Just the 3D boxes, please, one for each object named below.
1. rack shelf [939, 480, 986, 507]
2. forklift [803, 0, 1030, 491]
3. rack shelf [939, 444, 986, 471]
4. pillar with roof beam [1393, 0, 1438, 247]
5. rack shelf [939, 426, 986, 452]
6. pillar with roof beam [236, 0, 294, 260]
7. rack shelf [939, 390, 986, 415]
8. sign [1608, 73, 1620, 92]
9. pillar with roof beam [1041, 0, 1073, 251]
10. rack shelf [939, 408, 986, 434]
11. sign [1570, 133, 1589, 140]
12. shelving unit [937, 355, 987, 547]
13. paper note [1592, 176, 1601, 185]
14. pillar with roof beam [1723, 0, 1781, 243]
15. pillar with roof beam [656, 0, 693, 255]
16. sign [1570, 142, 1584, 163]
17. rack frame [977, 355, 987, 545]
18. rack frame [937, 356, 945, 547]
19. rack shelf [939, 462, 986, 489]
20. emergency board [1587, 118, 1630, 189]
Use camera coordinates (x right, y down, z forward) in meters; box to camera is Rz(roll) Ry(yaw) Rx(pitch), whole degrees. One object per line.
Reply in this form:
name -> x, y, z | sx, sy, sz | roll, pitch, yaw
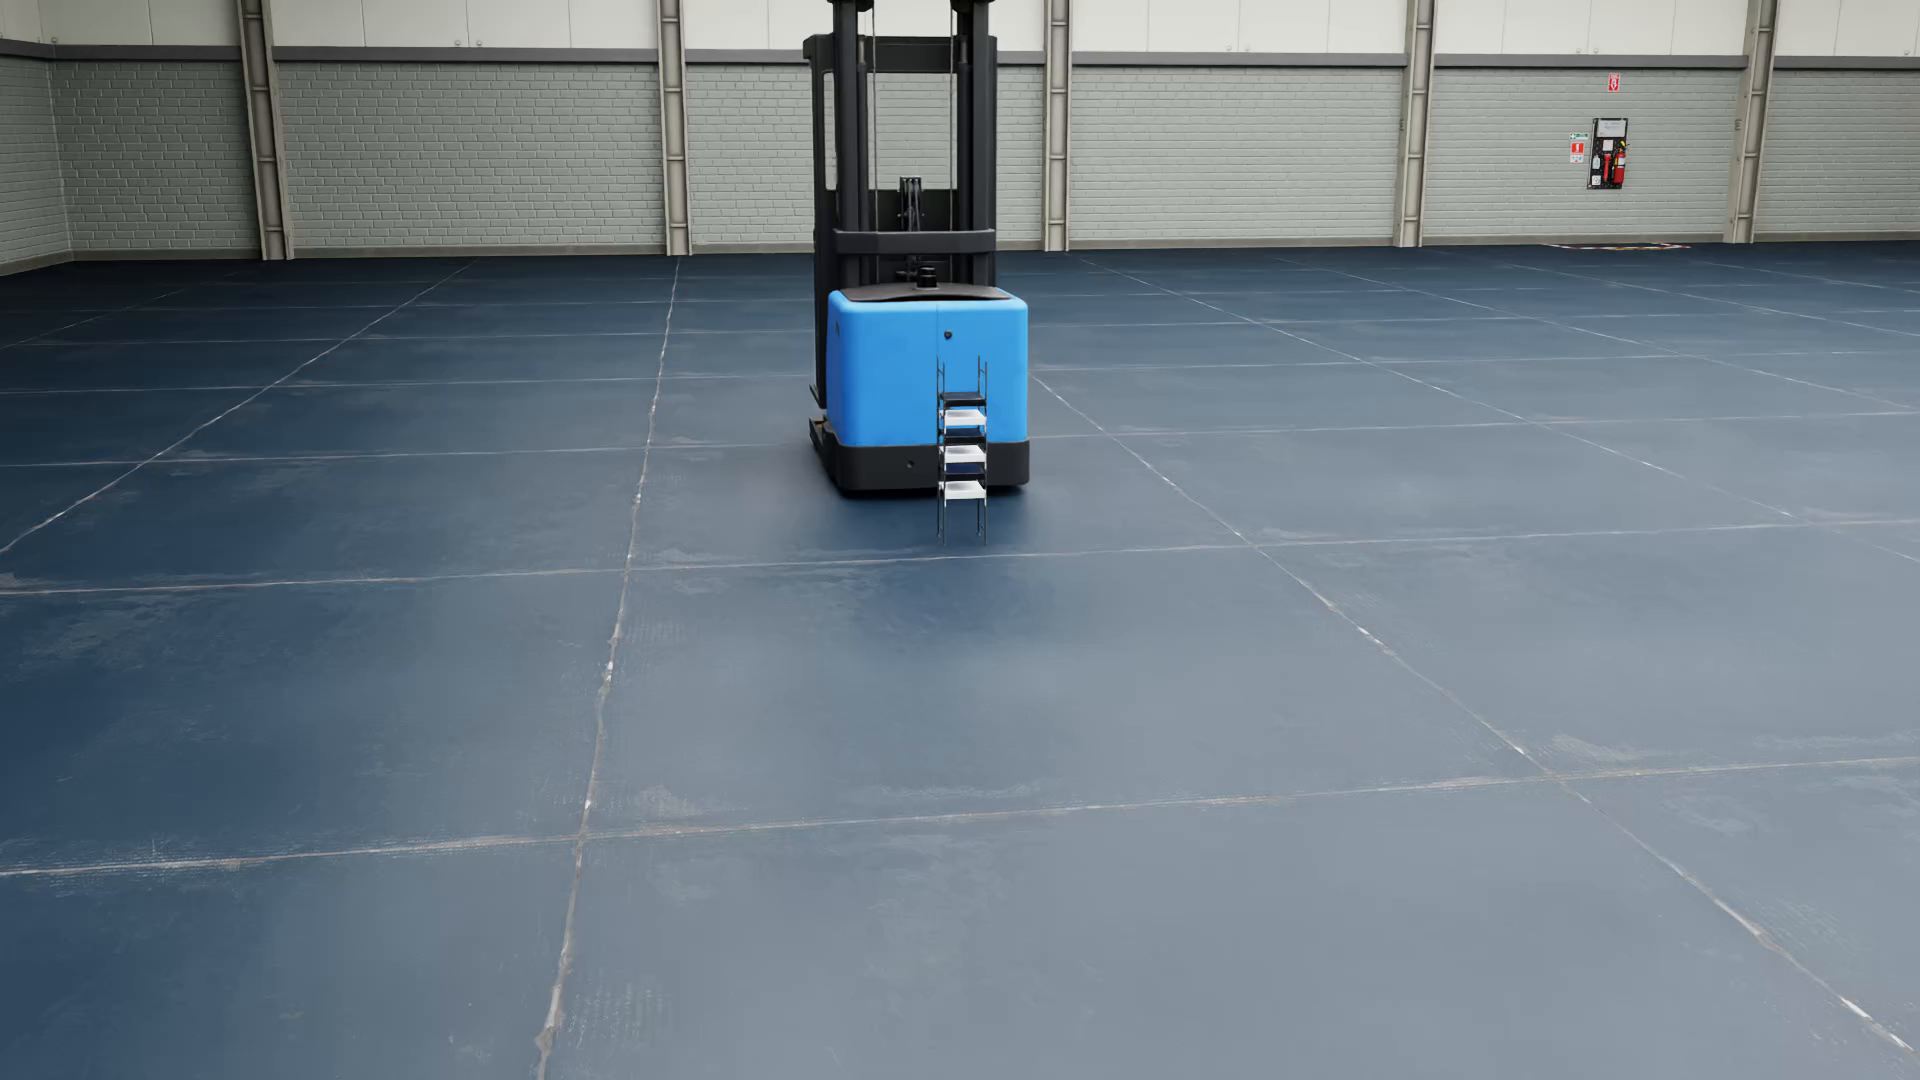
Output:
rack shelf -> 0.008, -0.230, 8.165 | 0.200, 0.077, 0.258 | -2, 14, -8
forklift -> -0.365, -2.000, 10.172 | 1.130, 2.935, 3.031 | -2, 14, -9
rack shelf -> 0.008, -0.404, 8.122 | 0.200, 0.077, 0.258 | -2, 14, -8
pillar with roof beam -> 8.113, -8.241, 22.582 | 0.400, 9.000, 9.100 | -2, 14, -8
rack shelf -> 0.008, -0.492, 8.100 | 0.200, 0.077, 0.258 | -2, 14, -8
pillar with roof beam -> -9.686, -7.588, 19.981 | 0.400, 9.000, 9.100 | -2, 14, -8
rack shelf -> 0.008, -0.666, 8.056 | 0.200, 0.077, 0.258 | -2, 14, -8
sign -> 10.933, -7.652, 27.800 | 0.199, 0.298, 0.001 | -2, 14, -8
pillar with roof beam -> 2.180, -8.023, 21.715 | 0.400, 9.000, 9.100 | -2, 14, -8
rack shelf -> 0.008, -0.579, 8.078 | 0.200, 0.077, 0.258 | -2, 14, -8
sign -> 10.399, -6.781, 27.930 | 0.331, 0.109, 0.001 | -2, 14, -8
shelving unit -> 0.008, -0.437, 8.114 | 0.210, 0.900, 0.258 | -2, 14, -8
paper note -> 10.770, -6.086, 28.135 | 0.142, 0.148, 0.016 | -2, 14, -8
pillar with roof beam -> 14.046, -8.458, 23.449 | 0.400, 9.000, 9.100 | -2, 14, -8
pillar with roof beam -> -3.753, -7.806, 20.848 | 0.400, 9.000, 9.100 | -2, 14, -8
sign -> 10.394, -6.526, 28.002 | 0.234, 0.329, 0.001 | -2, 14, -8
rack frame -> 0.109, -0.440, 8.128 | 0.006, 0.900, 0.240 | -2, 14, -8
rack frame -> -0.092, -0.433, 8.099 | 0.006, 0.900, 0.240 | -2, 14, -8
rack shelf -> 0.008, -0.317, 8.144 | 0.200, 0.077, 0.258 | -2, 14, -8
emergency board -> 10.956, -6.503, 27.988 | 0.643, 1.169, 0.194 | -2, 14, -8
